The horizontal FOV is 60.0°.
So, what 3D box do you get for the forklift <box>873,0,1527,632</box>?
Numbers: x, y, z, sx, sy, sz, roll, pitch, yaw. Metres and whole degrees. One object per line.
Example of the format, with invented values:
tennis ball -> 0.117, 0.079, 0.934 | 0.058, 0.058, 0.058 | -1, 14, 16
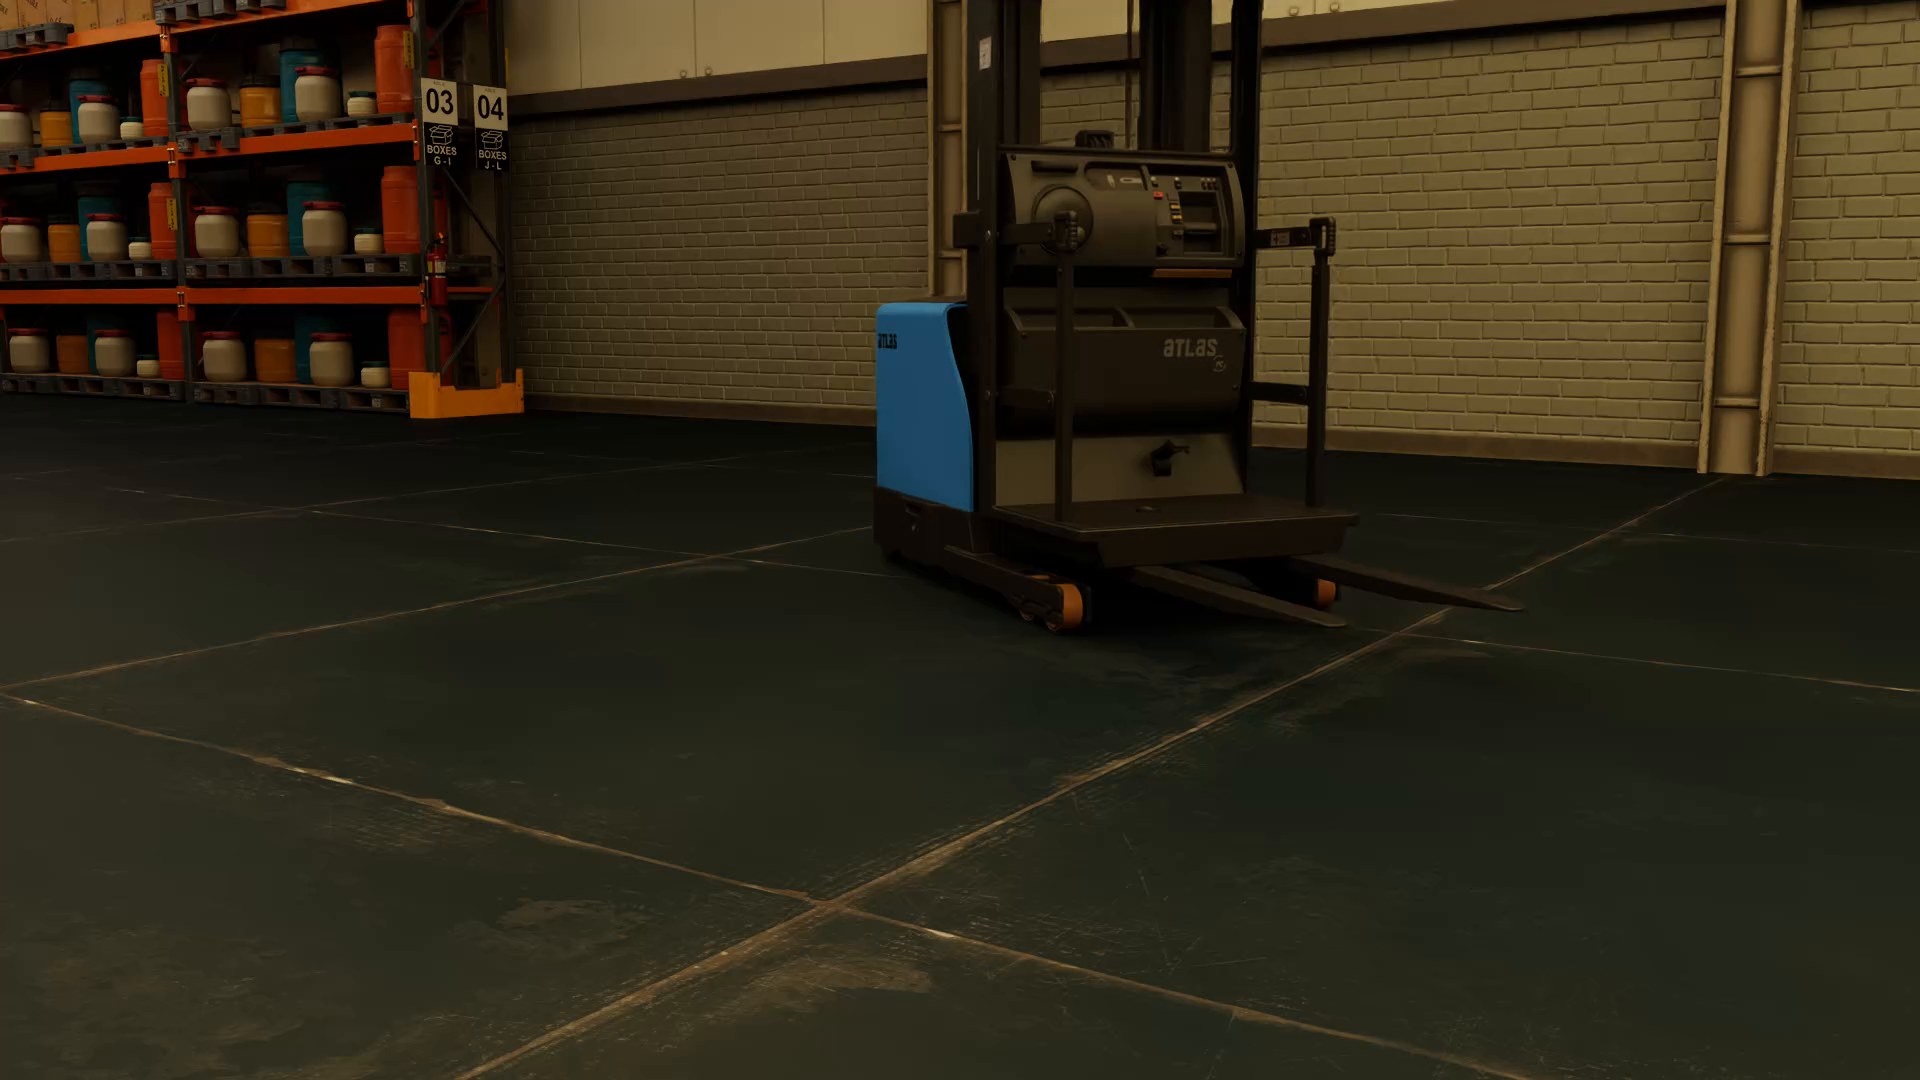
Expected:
forklift -> 0.685, -1.215, 5.739 | 1.130, 2.935, 3.031 | -4, 9, -23
